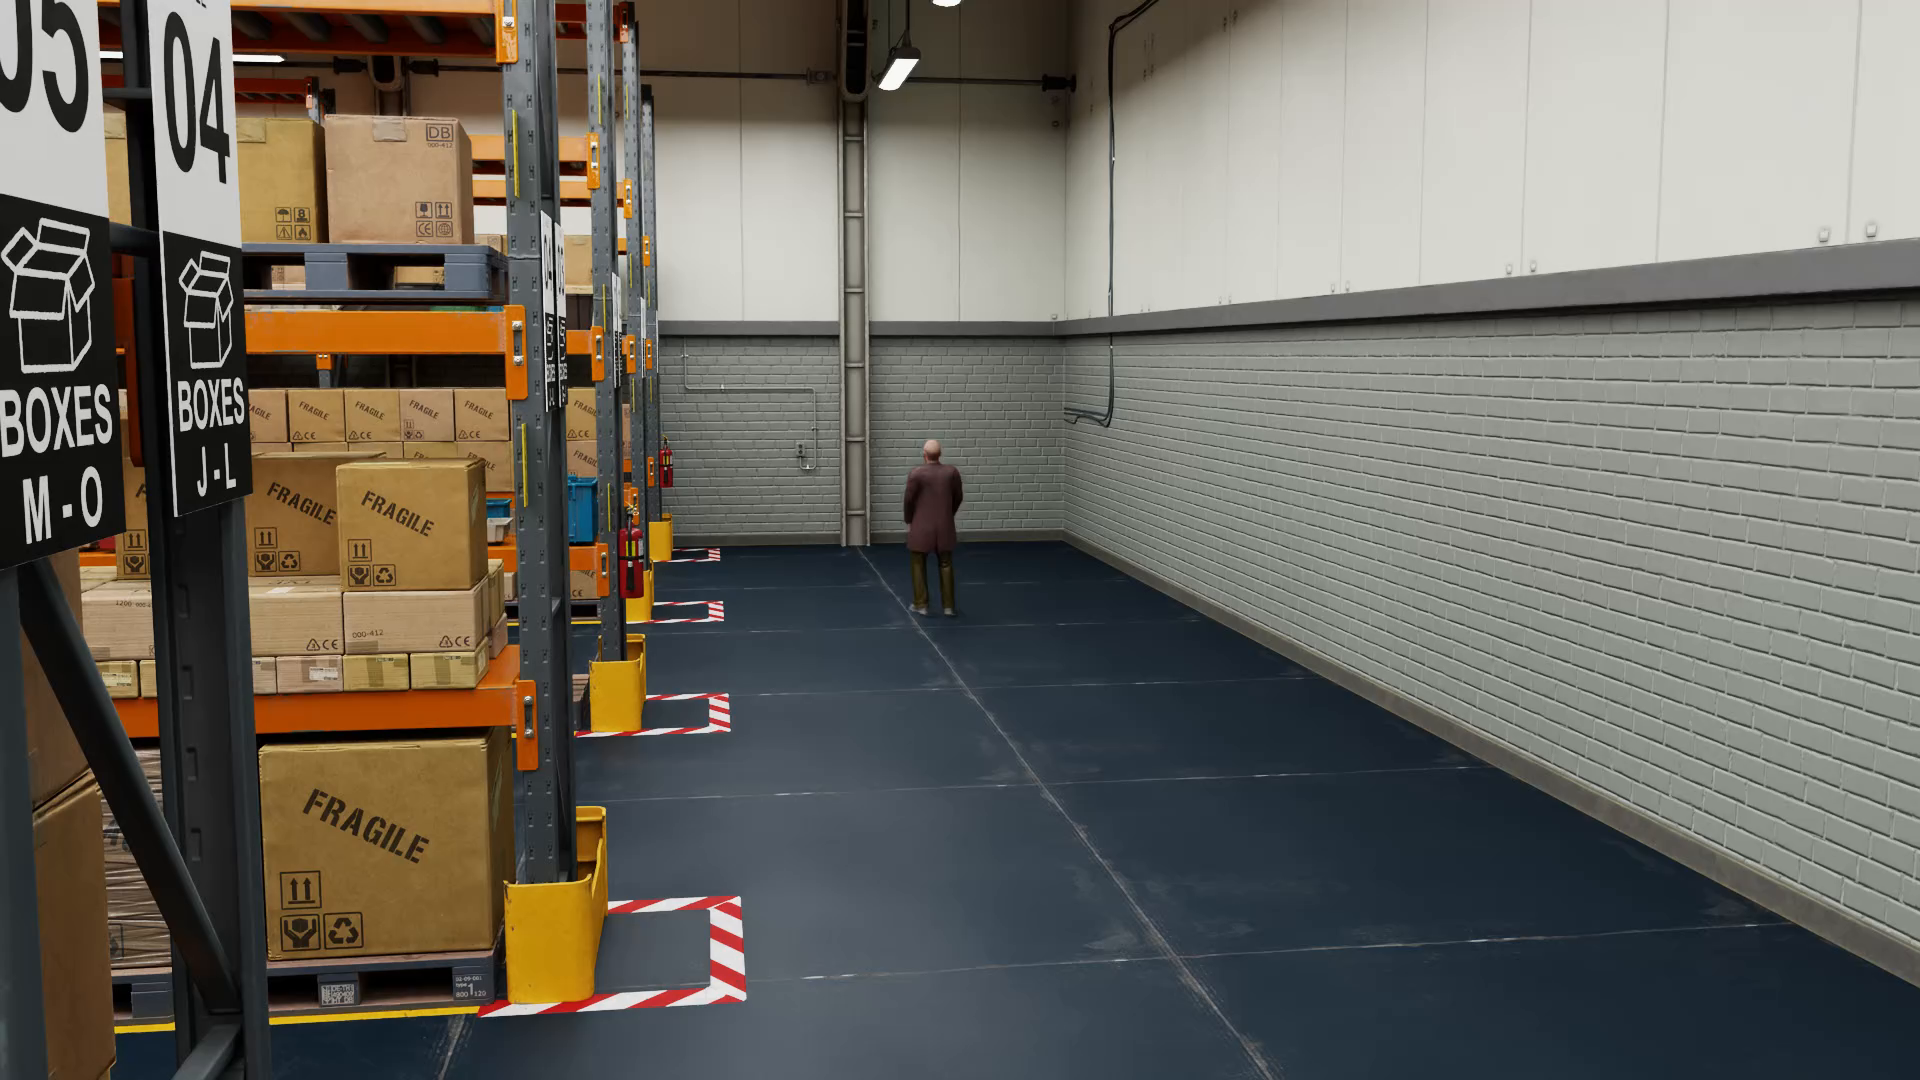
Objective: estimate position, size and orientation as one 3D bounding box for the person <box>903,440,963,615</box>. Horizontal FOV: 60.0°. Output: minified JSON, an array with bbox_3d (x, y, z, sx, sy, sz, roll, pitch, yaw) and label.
[{"bbox_3d":[-0.295,-0.133,16.962,0.626,1.779,0.490,-2,7,-15],"label":"person"}]
